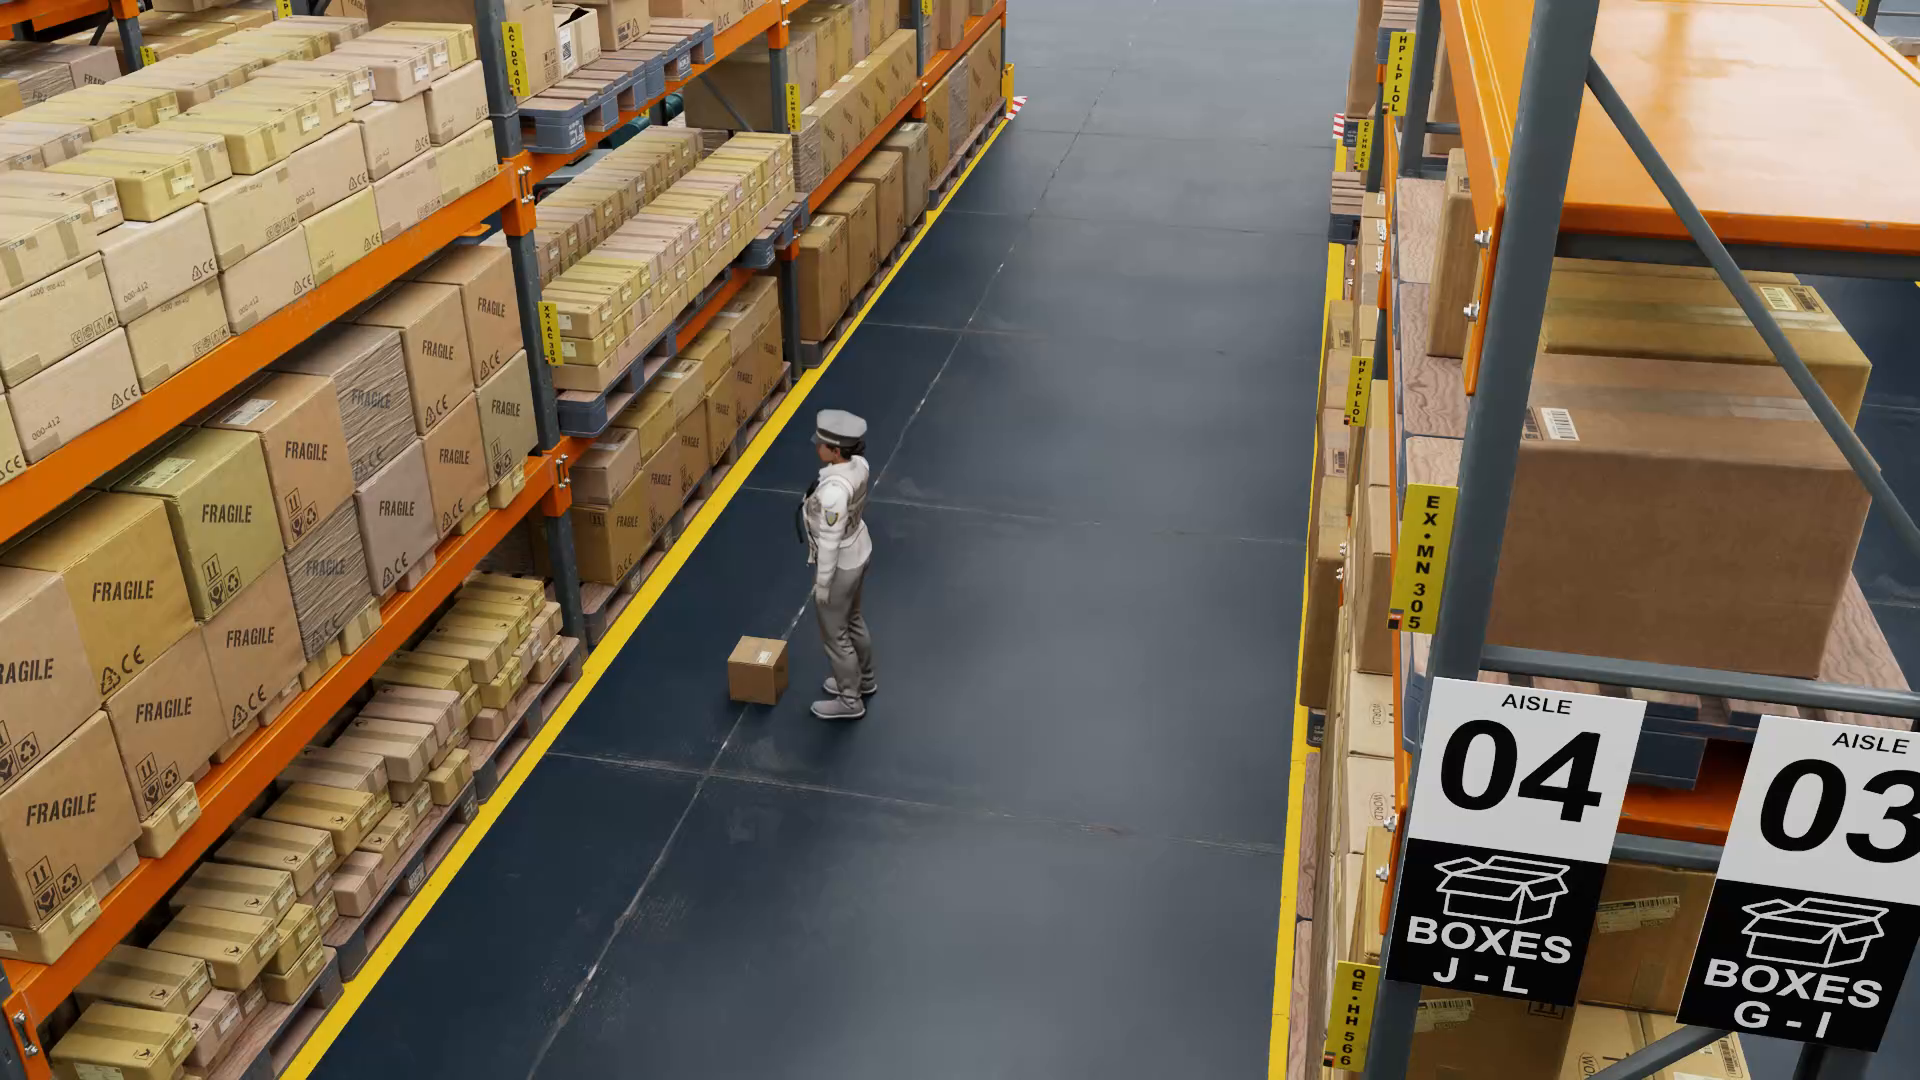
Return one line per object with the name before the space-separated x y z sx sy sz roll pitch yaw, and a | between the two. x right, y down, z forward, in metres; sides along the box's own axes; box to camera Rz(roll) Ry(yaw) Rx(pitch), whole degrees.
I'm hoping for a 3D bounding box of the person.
person | -0.615 0.129 8.366 0.337 1.677 0.466 7 30 12
